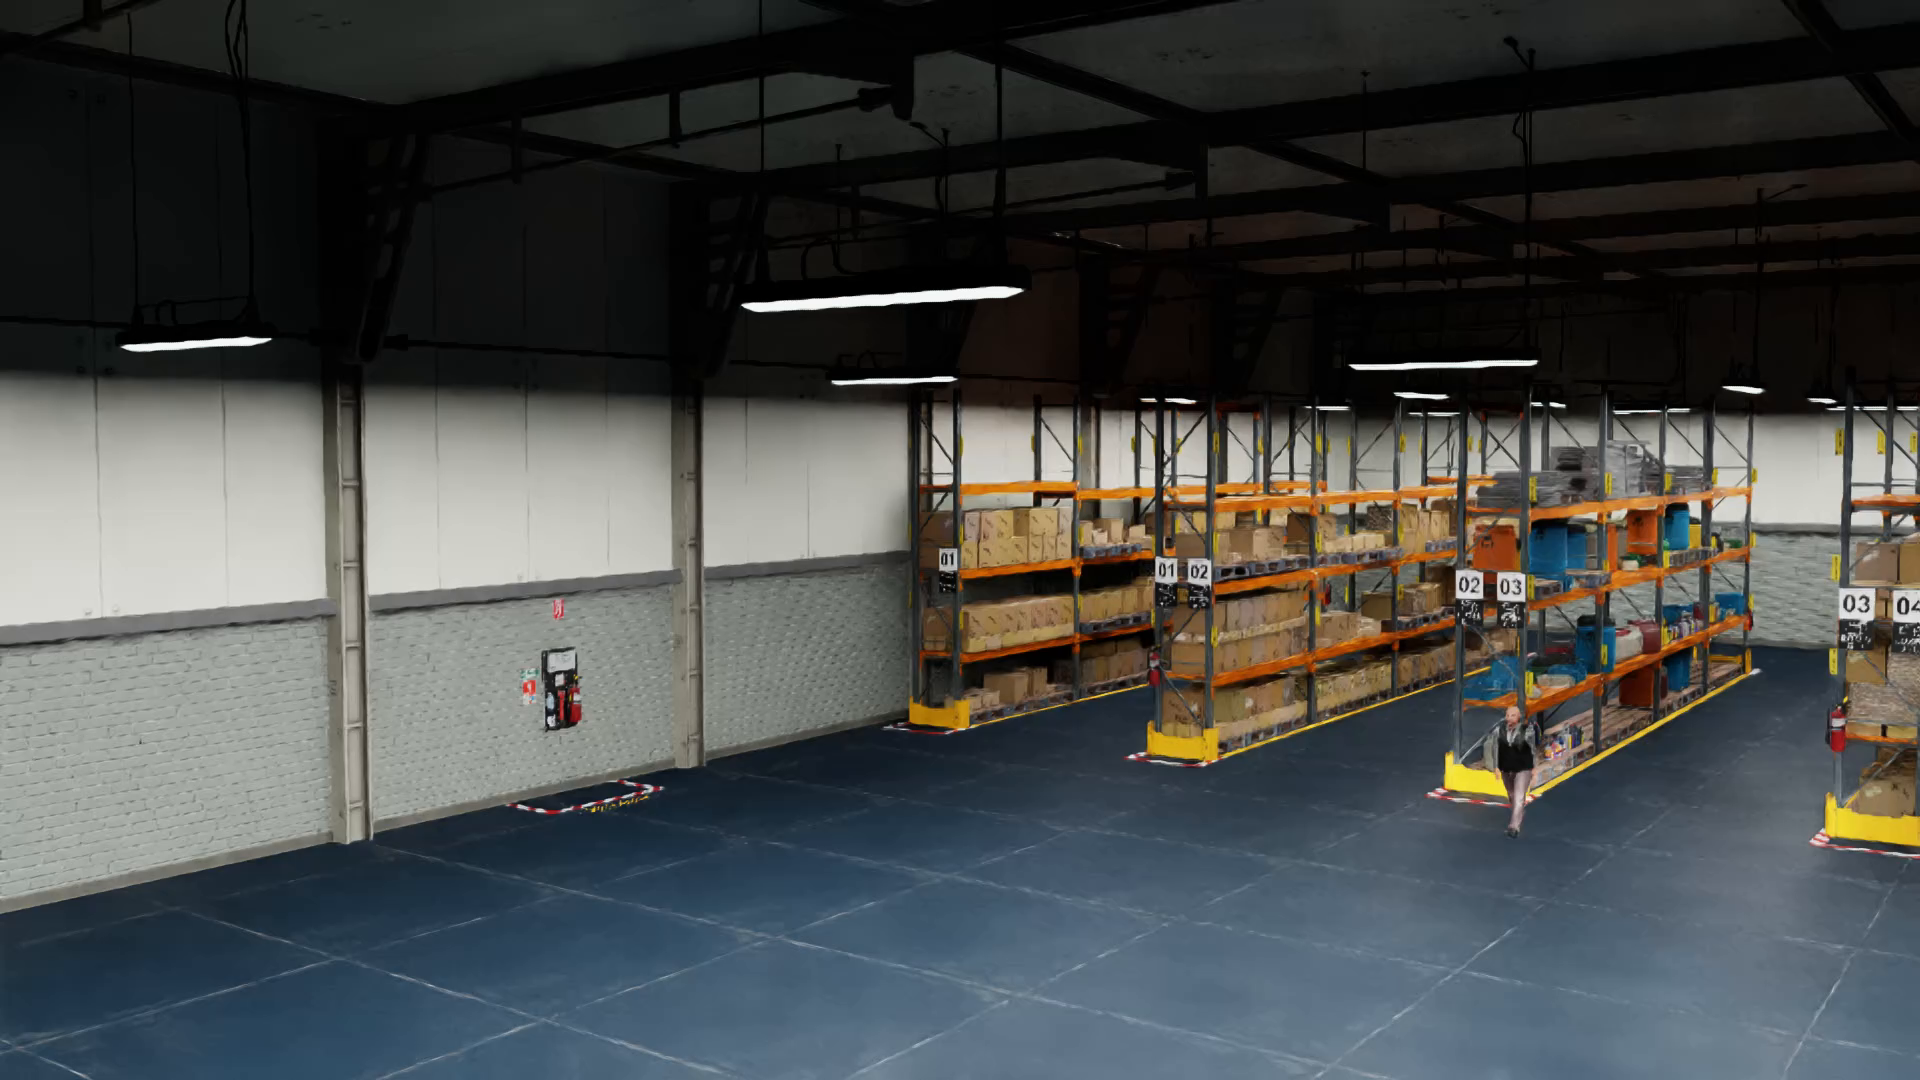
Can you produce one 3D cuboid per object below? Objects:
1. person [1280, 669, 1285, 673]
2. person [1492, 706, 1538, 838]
[{"bbox_3d":[6.417,2.272,33.742,0.639,1.632,0.512,2,4,34],"label":"person"},{"bbox_3d":[7.121,2.947,21.426,0.543,1.647,1.115,3,4,38],"label":"person"}]
